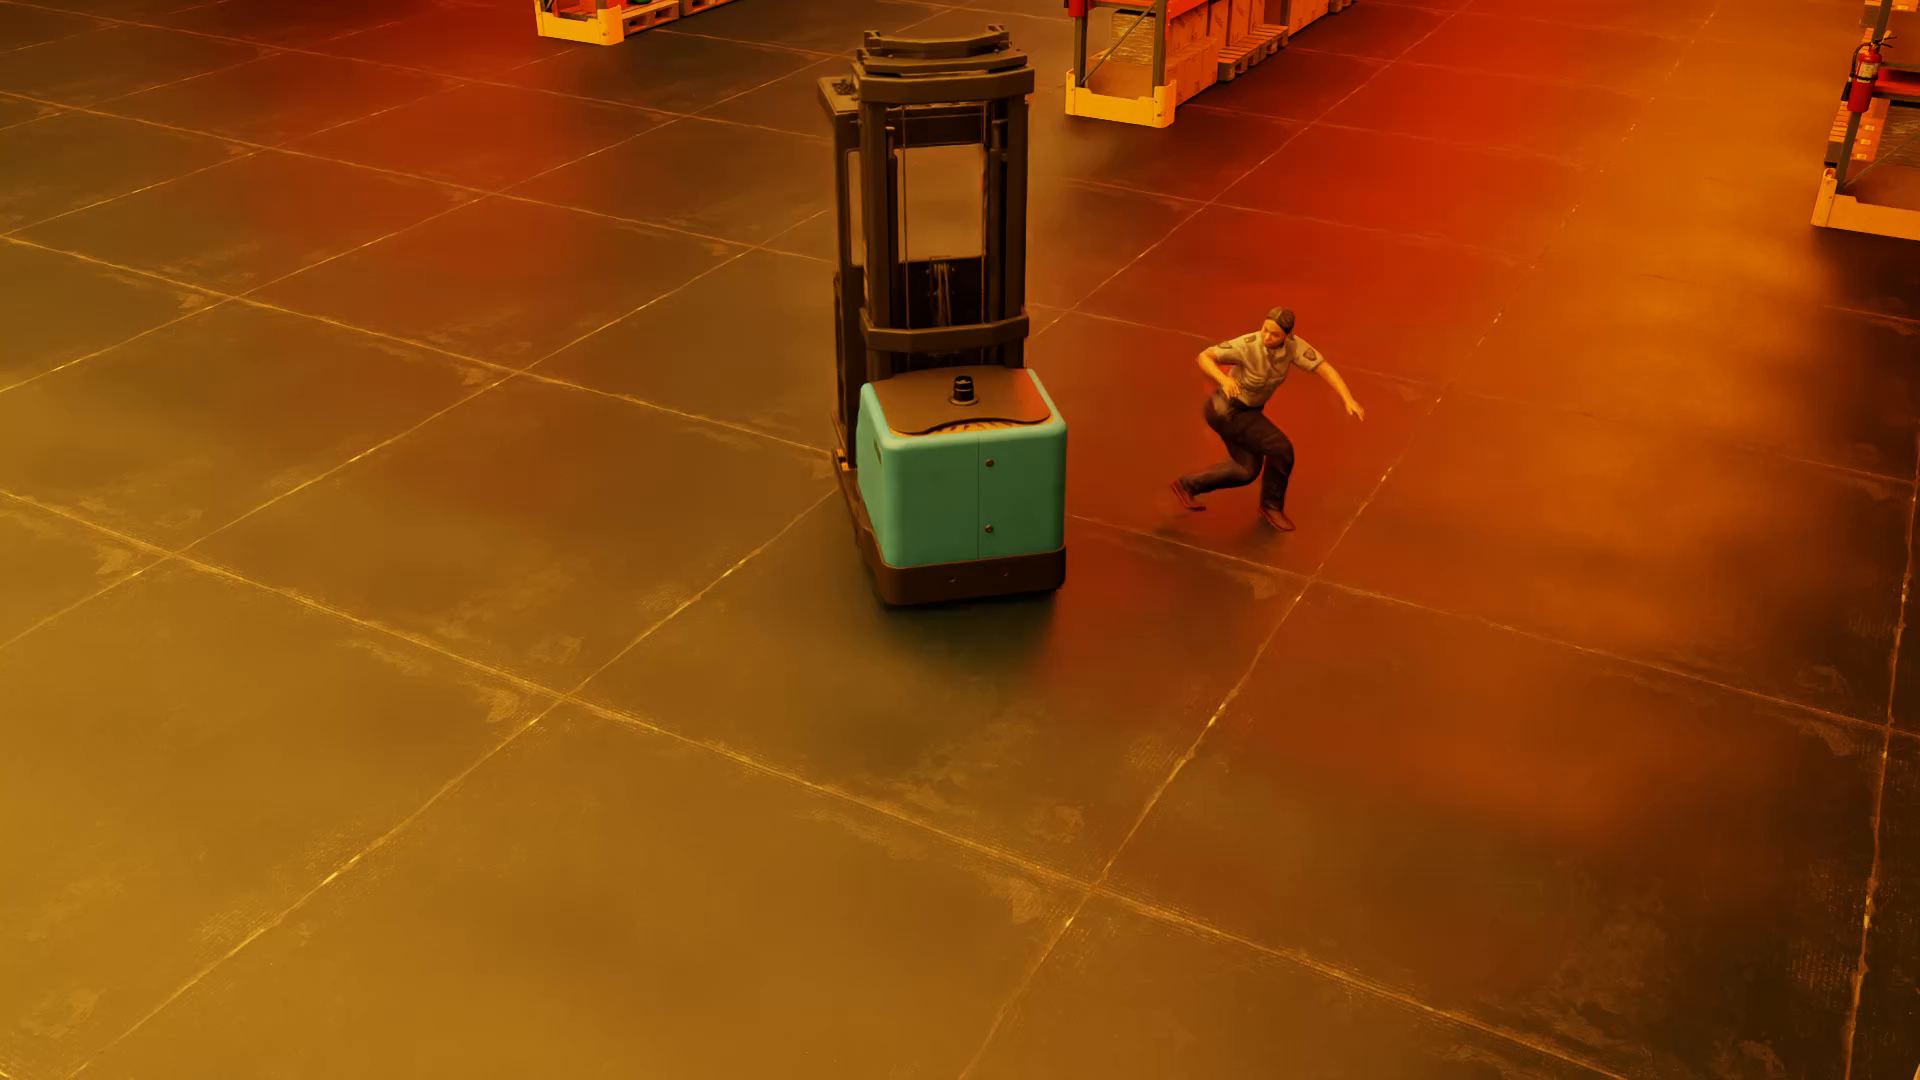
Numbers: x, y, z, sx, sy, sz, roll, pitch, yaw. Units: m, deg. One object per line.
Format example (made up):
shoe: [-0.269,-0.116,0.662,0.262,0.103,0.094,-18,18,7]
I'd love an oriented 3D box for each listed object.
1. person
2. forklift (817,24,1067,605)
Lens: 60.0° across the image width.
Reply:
person: [1.796,-0.666,9.800,1.061,1.409,0.805,18,35,29]
forklift: [-0.212,-1.628,9.892,1.130,2.935,3.031,-6,31,-10]
